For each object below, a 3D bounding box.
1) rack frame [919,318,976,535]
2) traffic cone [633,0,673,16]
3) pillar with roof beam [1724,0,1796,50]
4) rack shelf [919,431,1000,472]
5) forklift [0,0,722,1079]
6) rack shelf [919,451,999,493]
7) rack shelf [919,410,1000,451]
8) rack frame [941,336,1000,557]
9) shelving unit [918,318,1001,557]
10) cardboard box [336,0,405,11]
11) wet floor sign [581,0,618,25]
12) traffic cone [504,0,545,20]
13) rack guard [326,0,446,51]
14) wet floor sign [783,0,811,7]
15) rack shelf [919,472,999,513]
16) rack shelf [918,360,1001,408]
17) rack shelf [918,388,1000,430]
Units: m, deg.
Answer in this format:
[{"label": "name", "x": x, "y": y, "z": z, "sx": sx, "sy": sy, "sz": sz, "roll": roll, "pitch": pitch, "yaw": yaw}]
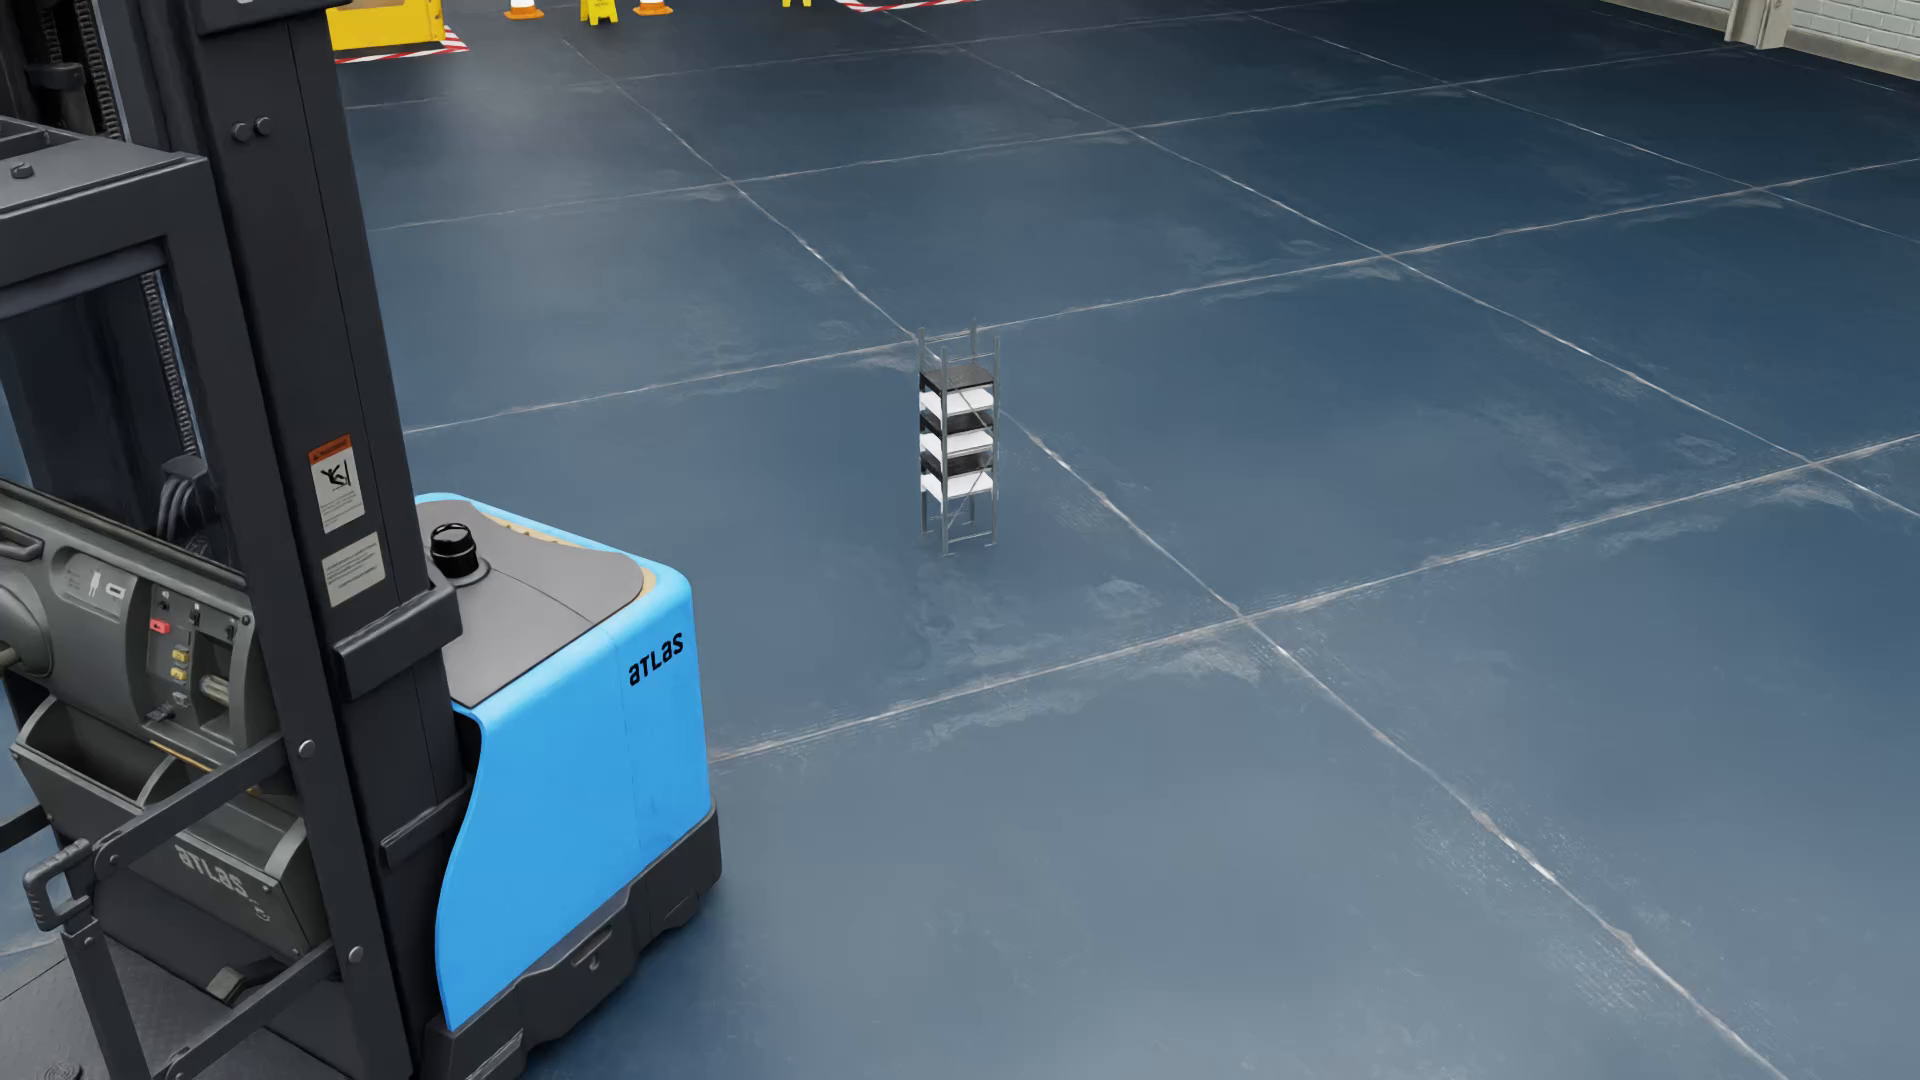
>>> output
[{"label": "rack frame", "x": -0.047, "y": -0.441, "z": 6.616, "sx": 0.240, "sy": 0.900, "sz": 0.006, "roll": -13, "pitch": 32, "yaw": -22}, {"label": "traffic cone", "x": -2.879, "y": -5.162, "z": 15.483, "sx": 0.336, "sy": 0.463, "sz": 0.334, "roll": -13, "pitch": 32, "yaw": -22}, {"label": "pillar with roof beam", "x": 3.012, "y": -7.336, "z": 10.632, "sx": 9.100, "sy": 9.000, "sz": 0.400, "roll": -13, "pitch": 32, "yaw": -22}, {"label": "rack shelf", "x": -0.003, "y": -0.367, "z": 6.553, "sx": 0.258, "sy": 0.077, "sz": 0.200, "roll": -13, "pitch": 32, "yaw": -22}, {"label": "forklift", "x": -1.895, "y": 0.236, "z": 3.332, "sx": 1.130, "sy": 2.935, "sz": 3.031, "roll": 17, "pitch": 33, "yaw": 27}, {"label": "rack shelf", "x": -0.003, "y": -0.289, "z": 6.597, "sx": 0.258, "sy": 0.077, "sz": 0.200, "roll": -13, "pitch": 32, "yaw": -22}, {"label": "rack shelf", "x": -0.003, "y": -0.446, "z": 6.509, "sx": 0.258, "sy": 0.077, "sz": 0.200, "roll": -13, "pitch": 32, "yaw": -22}, {"label": "rack frame", "x": 0.040, "y": -0.351, "z": 6.456, "sx": 0.240, "sy": 0.900, "sz": 0.006, "roll": -13, "pitch": 32, "yaw": -22}, {"label": "shelving unit", "x": -0.003, "y": -0.396, "z": 6.536, "sx": 0.258, "sy": 0.900, "sz": 0.210, "roll": -13, "pitch": 32, "yaw": -22}, {"label": "cardboard box", "x": -5.451, "y": -5.191, "z": 14.683, "sx": 0.875, "sy": 0.875, "sz": 0.875, "roll": -13, "pitch": 32, "yaw": -22}, {"label": "wet floor sign", "x": -3.299, "y": -5.025, "z": 15.051, "sx": 0.267, "sy": 0.644, "sz": 0.232, "roll": -19, "pitch": 35, "yaw": -30}, {"label": "traffic cone", "x": -4.045, "y": -5.075, "z": 15.327, "sx": 0.336, "sy": 0.463, "sz": 0.334, "roll": -13, "pitch": 32, "yaw": -22}, {"label": "rack guard", "x": -5.090, "y": -4.548, "z": 14.349, "sx": 1.175, "sy": 0.500, "sz": 0.348, "roll": -13, "pitch": 32, "yaw": -22}, {"label": "wet floor sign", "x": -1.557, "y": -5.397, "z": 15.715, "sx": 0.267, "sy": 0.644, "sz": 0.232, "roll": -3, "pitch": 29, "yaw": -5}, {"label": "rack shelf", "x": -0.003, "y": -0.210, "z": 6.641, "sx": 0.258, "sy": 0.077, "sz": 0.200, "roll": -13, "pitch": 32, "yaw": -22}, {"label": "rack shelf", "x": -0.003, "y": -0.603, "z": 6.421, "sx": 0.258, "sy": 0.077, "sz": 0.200, "roll": -13, "pitch": 32, "yaw": -22}, {"label": "rack shelf", "x": -0.003, "y": -0.524, "z": 6.465, "sx": 0.258, "sy": 0.077, "sz": 0.200, "roll": -13, "pitch": 32, "yaw": -22}]
